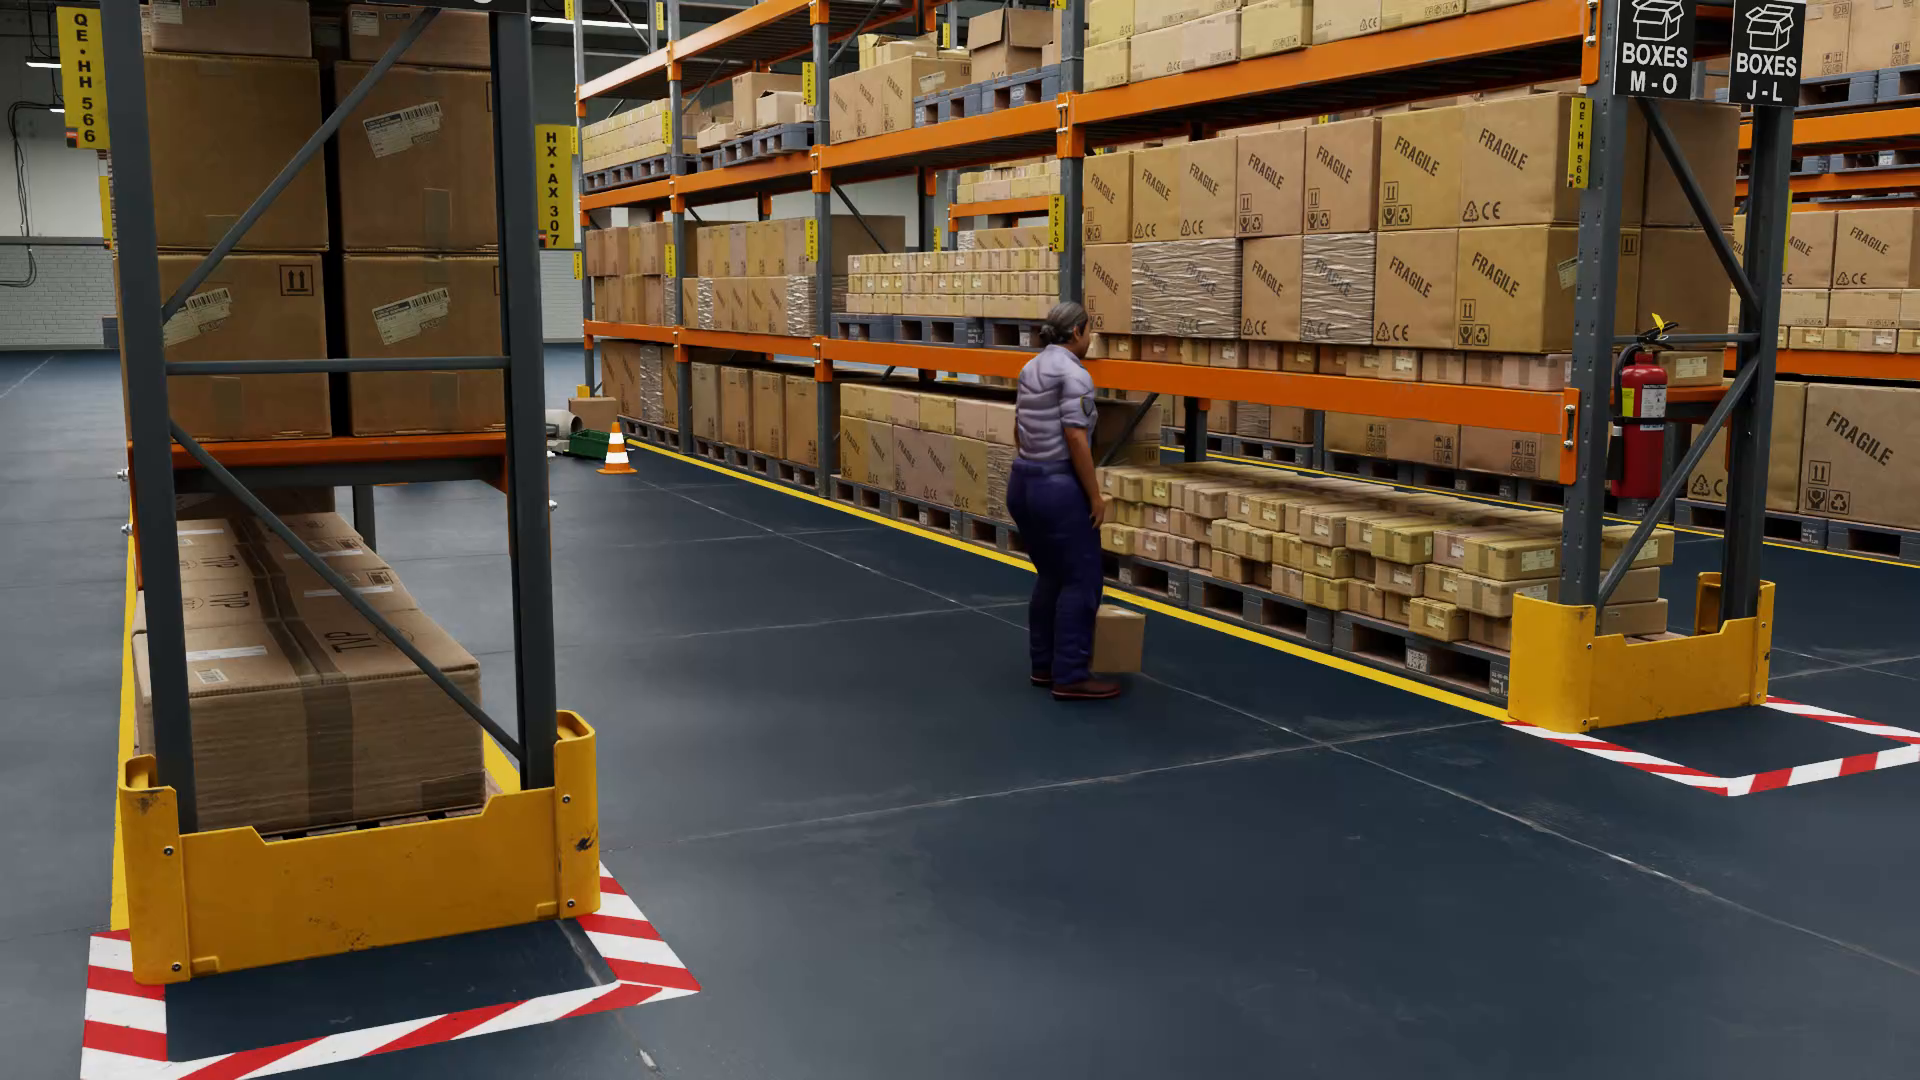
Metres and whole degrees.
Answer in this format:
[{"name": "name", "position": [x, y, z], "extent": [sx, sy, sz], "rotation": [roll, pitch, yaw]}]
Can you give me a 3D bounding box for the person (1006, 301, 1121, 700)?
[{"name": "person", "position": [0.440, -0.178, 7.041], "extent": [0.422, 1.653, 0.535], "rotation": [-5, 10, -28]}]
